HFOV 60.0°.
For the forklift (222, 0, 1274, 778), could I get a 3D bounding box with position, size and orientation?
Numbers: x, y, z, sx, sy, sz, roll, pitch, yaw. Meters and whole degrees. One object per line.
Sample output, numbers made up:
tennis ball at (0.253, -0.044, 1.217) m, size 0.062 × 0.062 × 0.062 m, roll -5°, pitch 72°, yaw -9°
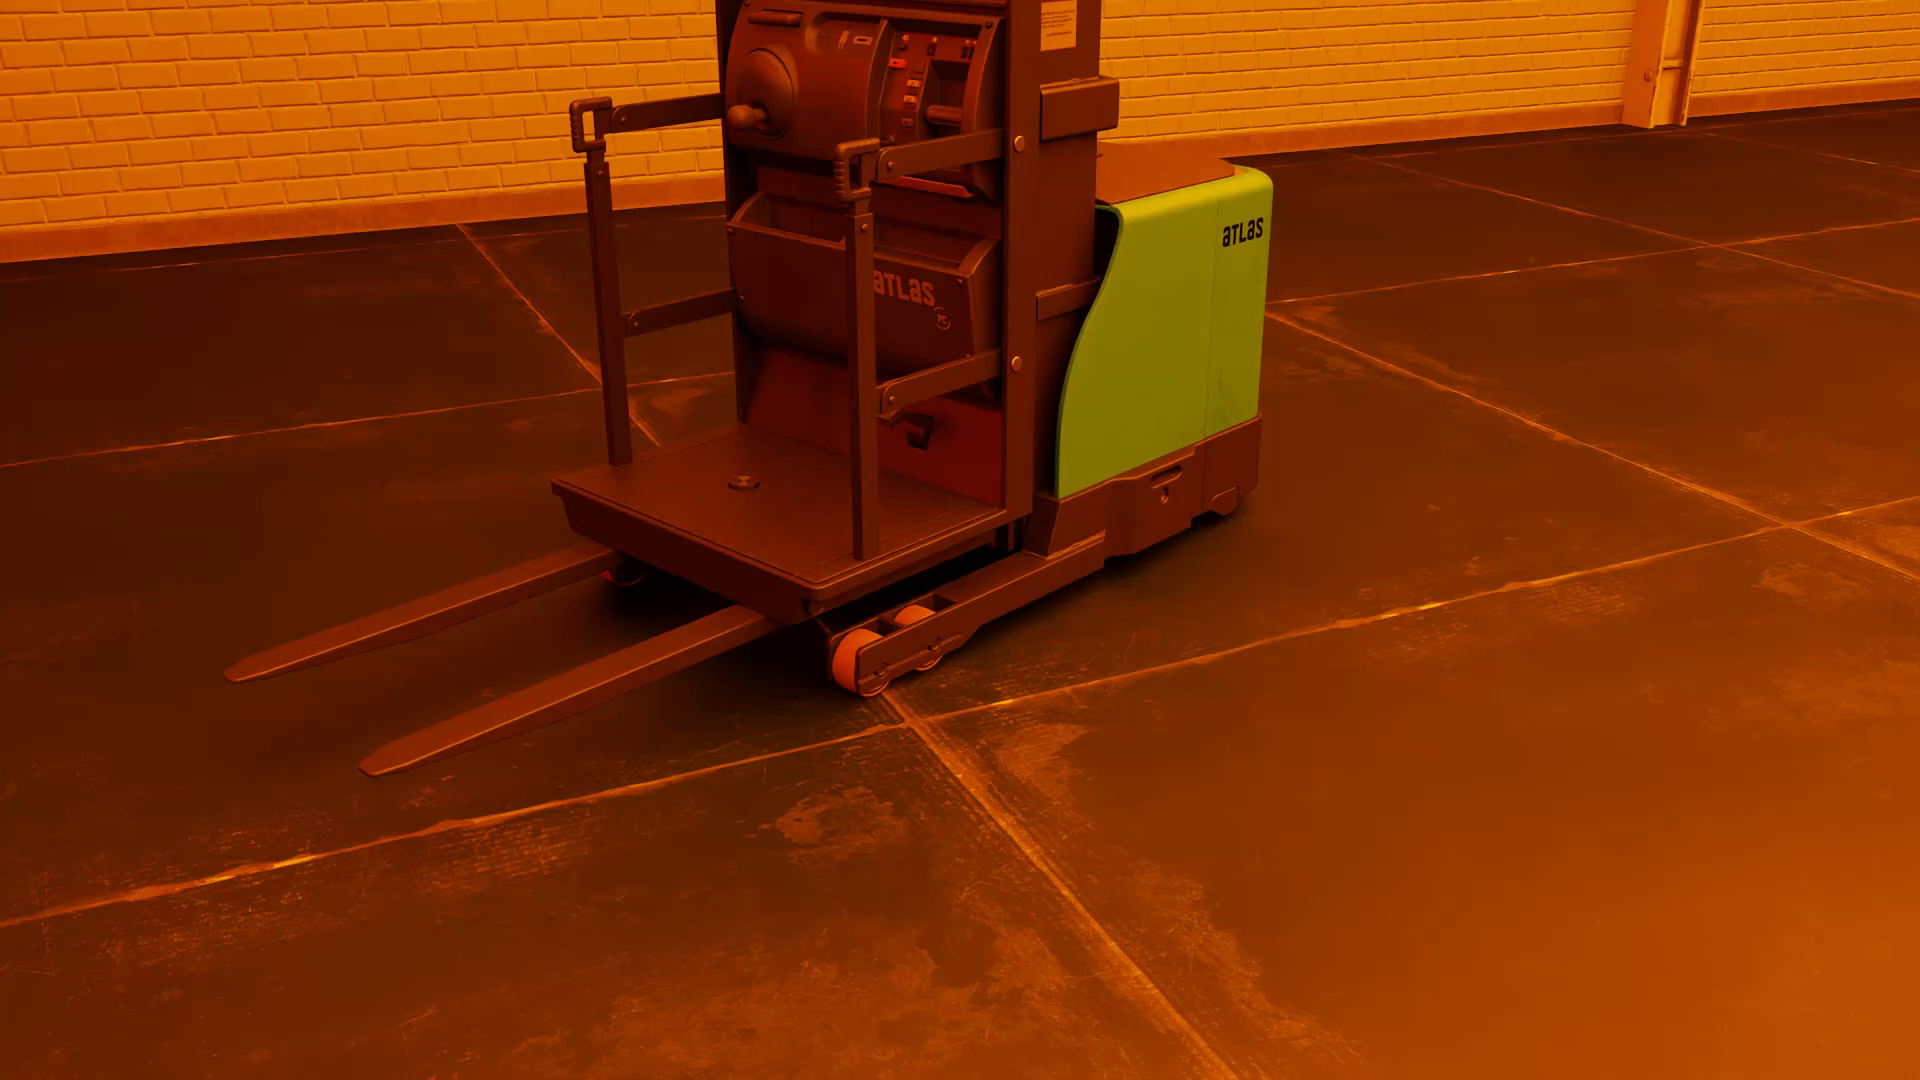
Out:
forklift at (-0.413, -1.182, 4.131) m, size 1.130 × 2.935 × 3.031 m, roll 19°, pitch 29°, yaw 39°
